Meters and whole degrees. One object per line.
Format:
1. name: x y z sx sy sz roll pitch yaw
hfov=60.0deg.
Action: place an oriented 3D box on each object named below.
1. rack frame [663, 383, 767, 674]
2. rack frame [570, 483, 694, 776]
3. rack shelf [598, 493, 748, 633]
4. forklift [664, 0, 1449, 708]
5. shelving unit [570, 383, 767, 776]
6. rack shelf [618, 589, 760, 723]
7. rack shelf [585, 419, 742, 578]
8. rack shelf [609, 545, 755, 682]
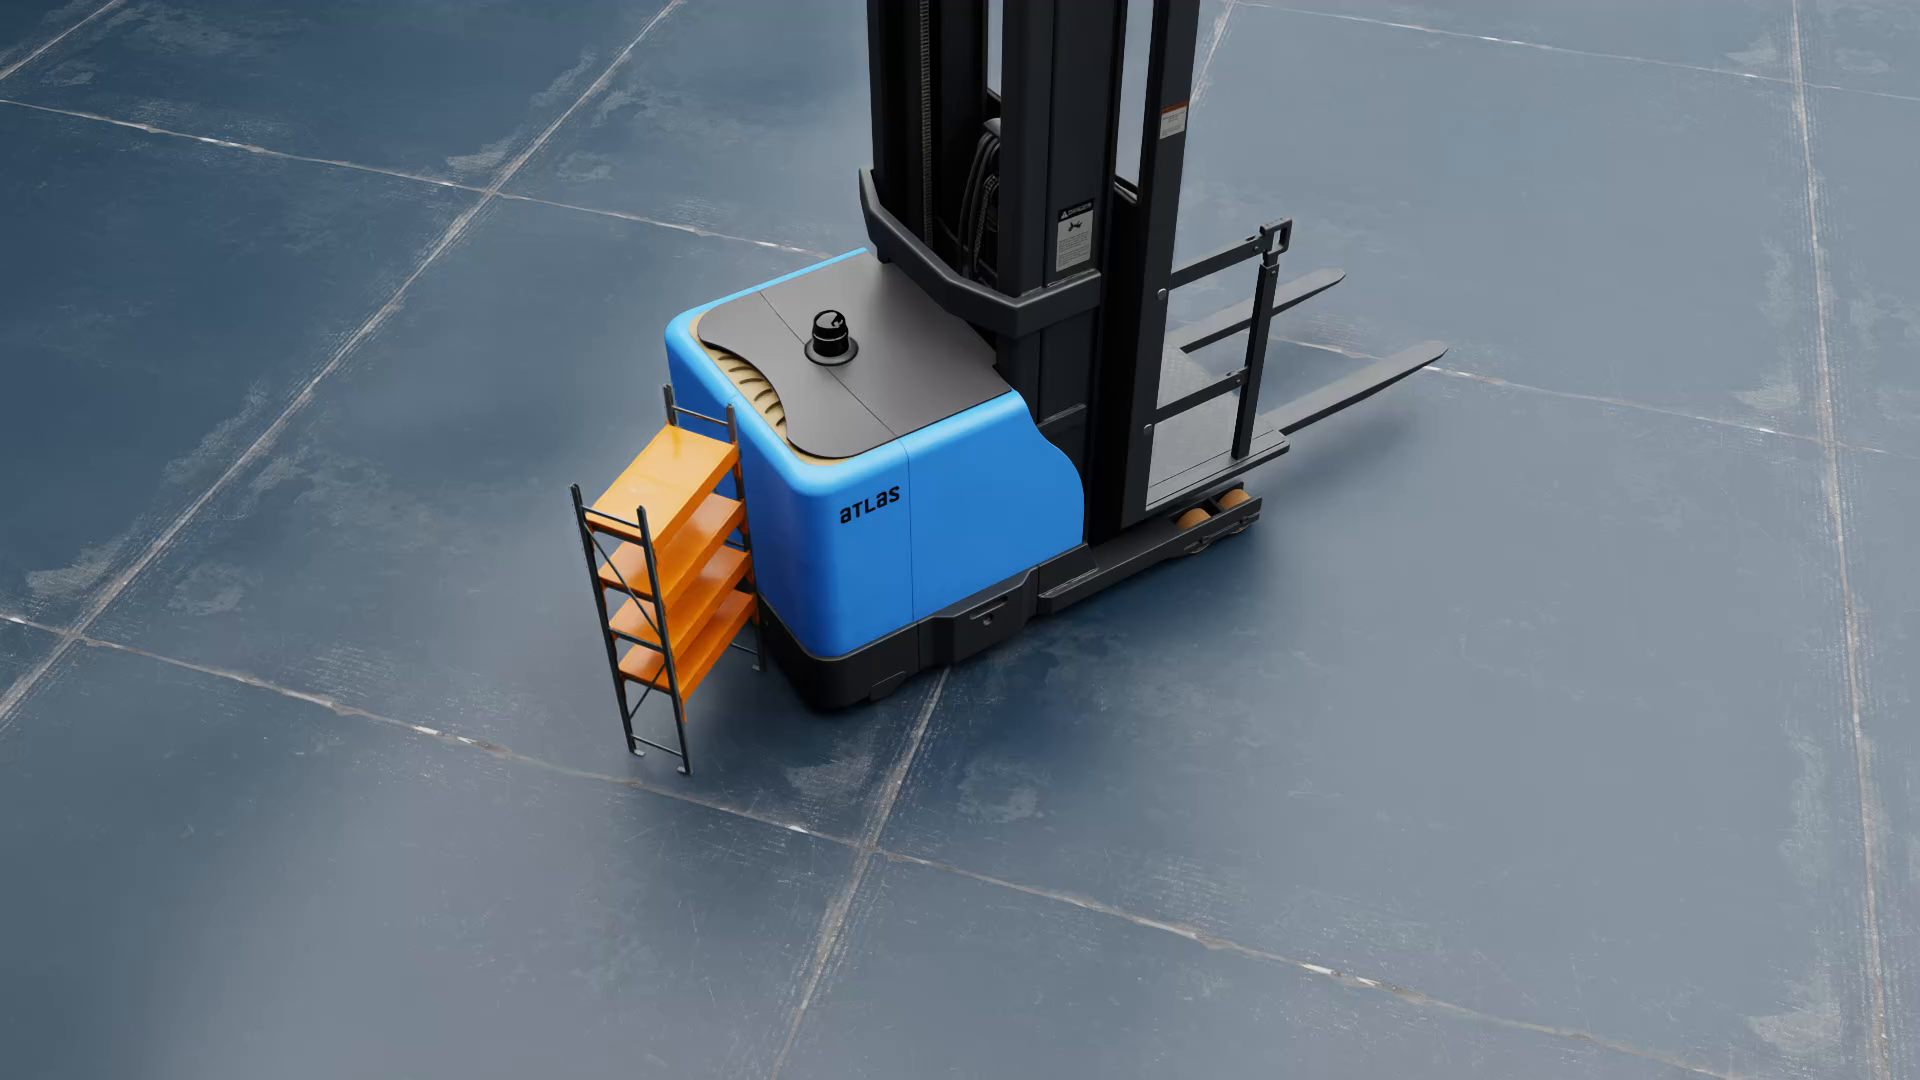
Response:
1. rack frame: -0.784 -0.004 5.396 0.240 1.200 0.015 18 47 17
2. rack frame: -0.989 0.306 5.080 0.240 1.200 0.015 18 47 17
3. rack shelf: -0.886 0.039 5.128 0.258 0.148 0.480 18 47 17
4. forklift: 0.528 -1.287 5.469 3.031 2.935 1.130 -24 49 -23
5. shelving unit: -0.886 0.151 5.238 0.258 1.200 0.503 18 47 17
6. rack shelf: -0.886 0.341 5.424 0.258 0.148 0.480 18 47 17
7. rack shelf: -0.886 -0.130 4.963 0.258 0.148 0.480 18 47 17
8. rack shelf: -0.886 0.199 5.285 0.258 0.148 0.480 18 47 17
